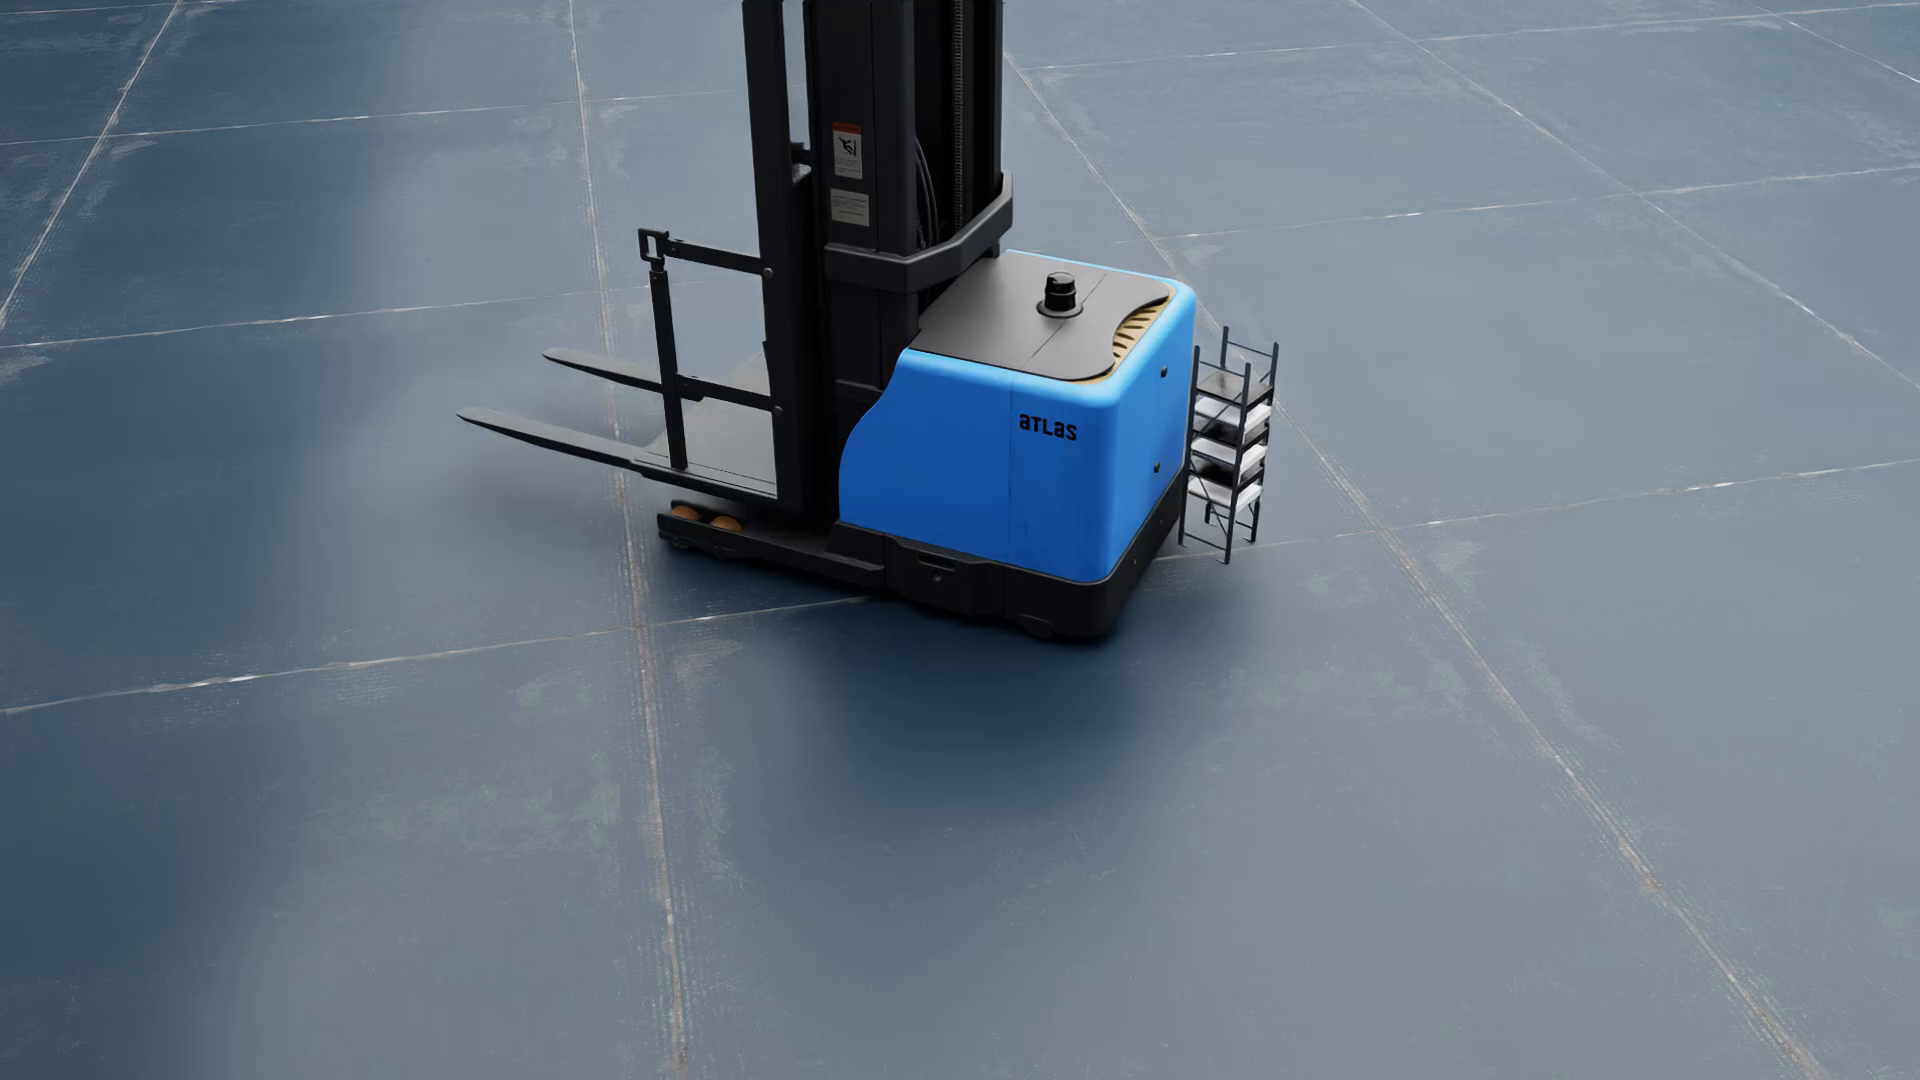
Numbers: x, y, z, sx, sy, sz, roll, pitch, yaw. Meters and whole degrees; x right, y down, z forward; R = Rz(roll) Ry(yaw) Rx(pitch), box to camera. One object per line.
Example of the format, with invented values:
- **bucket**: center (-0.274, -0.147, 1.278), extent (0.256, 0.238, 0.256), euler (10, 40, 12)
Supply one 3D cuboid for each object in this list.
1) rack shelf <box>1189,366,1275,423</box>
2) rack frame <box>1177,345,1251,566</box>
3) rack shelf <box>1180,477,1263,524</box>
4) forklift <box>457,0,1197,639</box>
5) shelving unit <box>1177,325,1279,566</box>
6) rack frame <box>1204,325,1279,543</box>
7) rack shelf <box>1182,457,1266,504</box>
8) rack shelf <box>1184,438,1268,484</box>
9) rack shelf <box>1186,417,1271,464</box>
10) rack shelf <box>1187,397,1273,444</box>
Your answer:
- **rack shelf**: center (1.038, -0.556, 6.346), extent (0.258, 0.077, 0.200), euler (24, 41, 31)
- **rack frame**: center (0.974, -0.316, 6.412), extent (0.240, 0.900, 0.006), euler (24, 41, 31)
- **rack shelf**: center (1.038, -0.183, 6.597), extent (0.258, 0.077, 0.200), euler (24, 41, 31)
- **forklift**: center (-0.655, -1.394, 6.198), extent (3.031, 2.935, 1.130), euler (14, 36, 20)
- **shelving unit**: center (1.038, -0.360, 6.478), extent (0.258, 0.900, 0.210), euler (24, 41, 31)
- **rack frame**: center (1.102, -0.404, 6.544), extent (0.240, 0.900, 0.006), euler (24, 41, 31)
- **rack shelf**: center (1.038, -0.257, 6.547), extent (0.258, 0.077, 0.200), euler (24, 41, 31)
- **rack shelf**: center (1.038, -0.332, 6.497), extent (0.258, 0.077, 0.200), euler (24, 41, 31)
- **rack shelf**: center (1.038, -0.407, 6.446), extent (0.258, 0.077, 0.200), euler (24, 41, 31)
- **rack shelf**: center (1.038, -0.481, 6.396), extent (0.258, 0.077, 0.200), euler (24, 41, 31)
